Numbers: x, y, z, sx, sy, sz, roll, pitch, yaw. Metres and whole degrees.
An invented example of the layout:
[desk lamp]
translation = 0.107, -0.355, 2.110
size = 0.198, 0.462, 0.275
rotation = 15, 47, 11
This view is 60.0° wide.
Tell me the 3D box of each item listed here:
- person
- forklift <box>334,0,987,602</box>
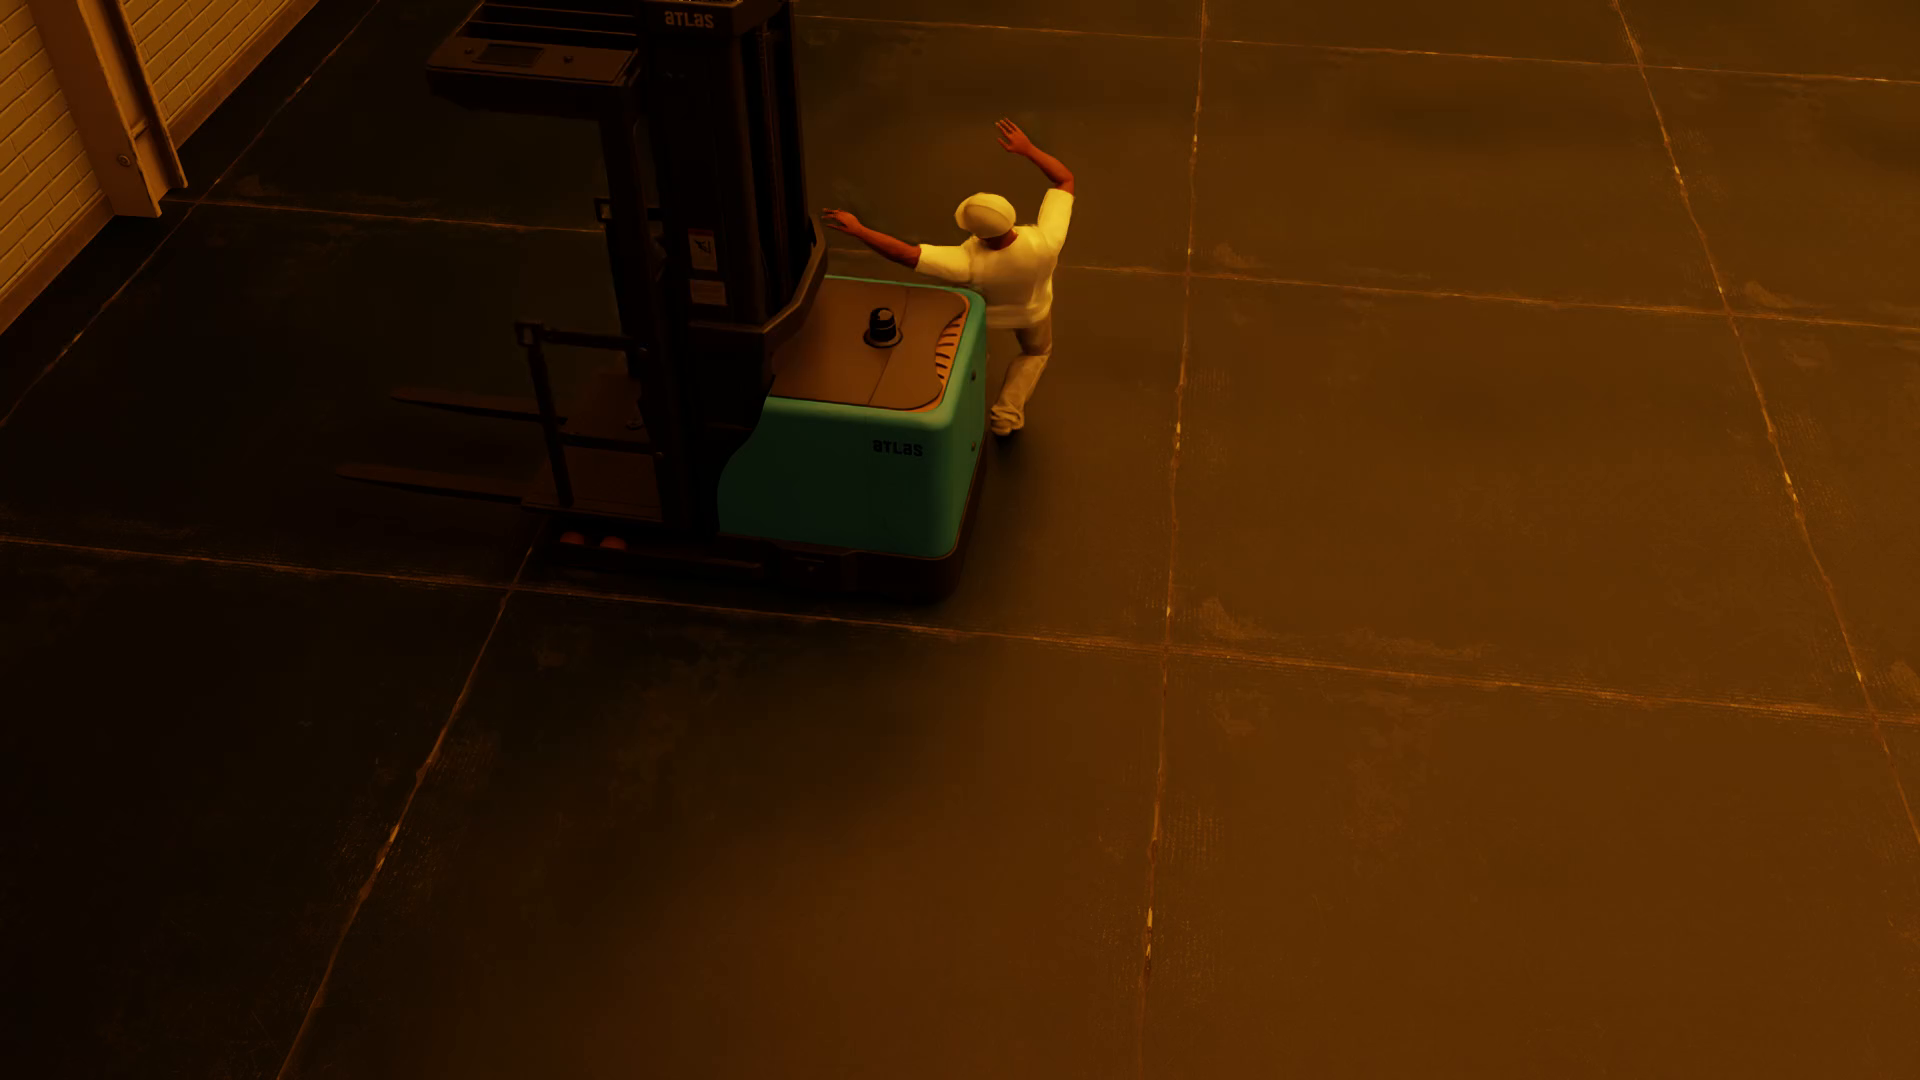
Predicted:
[person]
translation = -0.043, -1.275, 8.108
size = 1.154, 1.635, 0.842
rotation = 2, 43, 2
[forklift]
translation = -1.434, -1.279, 7.116
size = 3.031, 2.935, 1.130
rotation = 7, 43, 7
